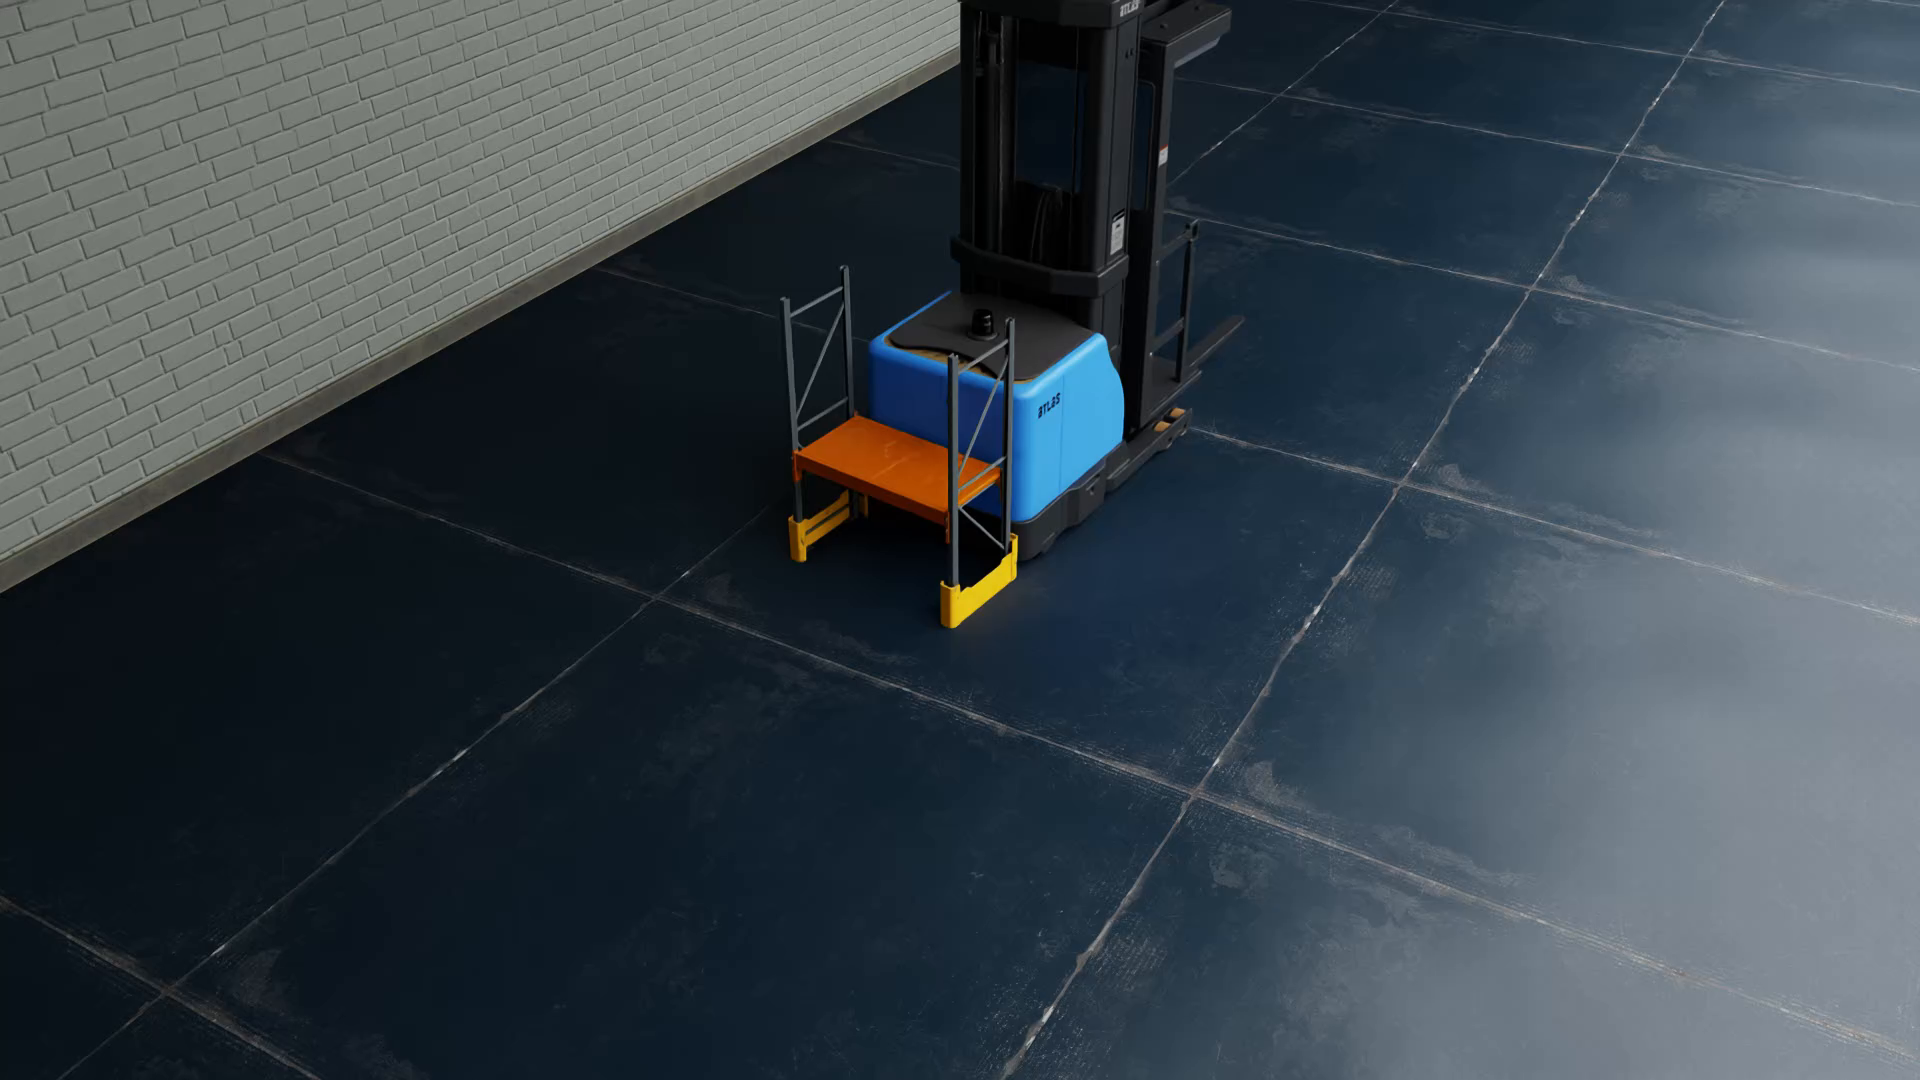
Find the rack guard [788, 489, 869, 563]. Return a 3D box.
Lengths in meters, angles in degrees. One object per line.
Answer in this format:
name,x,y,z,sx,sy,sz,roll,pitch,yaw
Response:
rack guard,-0.704,-0.123,8.980,0.087,0.250,0.587,22,39,29

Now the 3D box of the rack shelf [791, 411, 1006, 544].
rack shelf,-0.309,-0.334,8.494,1.000,0.185,0.538,22,39,29

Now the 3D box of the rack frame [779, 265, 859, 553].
rack frame,-0.720,-0.650,8.643,0.032,1.500,0.500,22,39,29

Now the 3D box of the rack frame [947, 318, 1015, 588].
rack frame,0.101,-0.317,8.145,0.032,1.500,0.500,22,39,29

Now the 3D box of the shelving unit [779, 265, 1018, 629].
shelving unit,-0.302,-0.481,8.389,1.083,1.500,0.587,22,39,29

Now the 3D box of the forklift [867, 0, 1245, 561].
forklift,0.734,-1.885,9.207,1.130,2.935,3.031,20,39,27

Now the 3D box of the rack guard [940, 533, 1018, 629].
rack guard,0.100,0.202,8.492,0.087,0.250,0.587,22,39,29
